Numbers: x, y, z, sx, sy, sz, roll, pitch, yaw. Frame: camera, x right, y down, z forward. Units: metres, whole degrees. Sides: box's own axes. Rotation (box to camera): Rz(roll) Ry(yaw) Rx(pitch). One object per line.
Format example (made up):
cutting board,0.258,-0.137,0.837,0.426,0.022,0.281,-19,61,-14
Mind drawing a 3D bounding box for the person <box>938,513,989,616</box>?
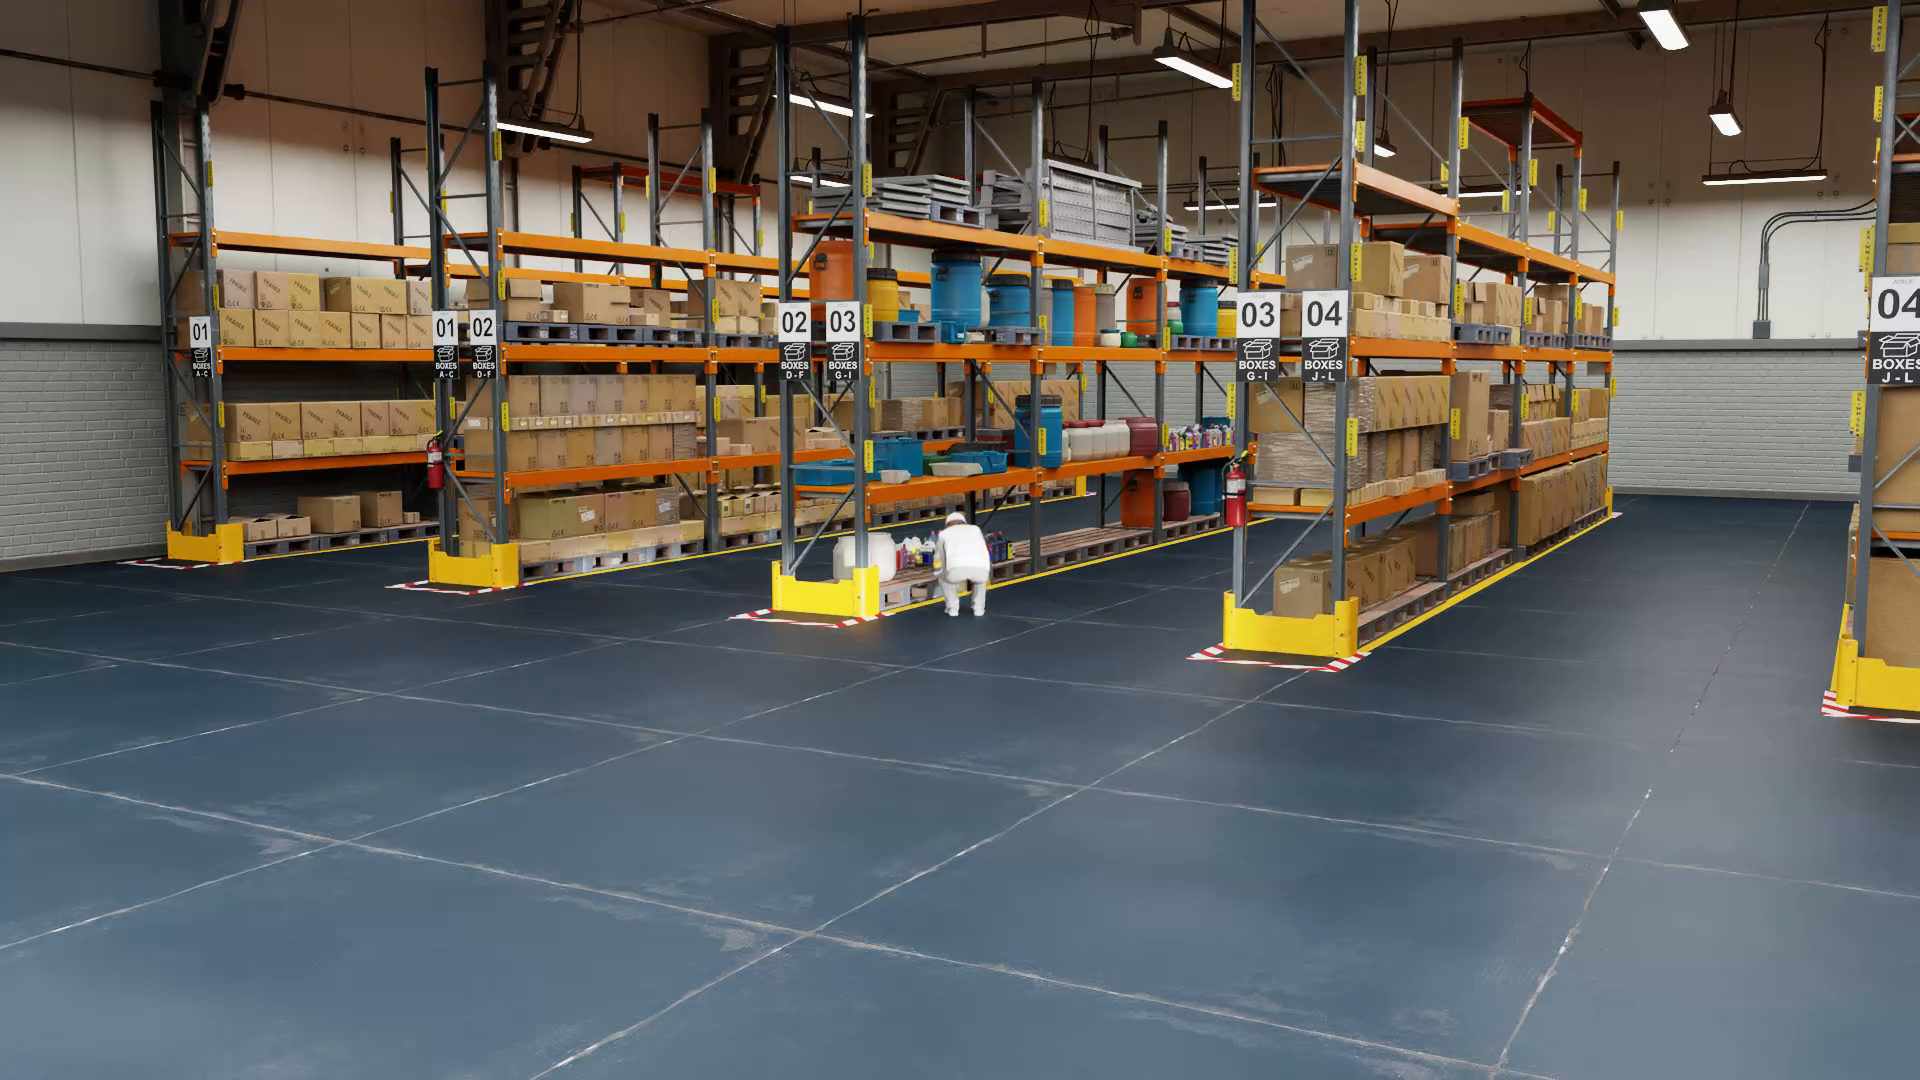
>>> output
person,0.033,0.251,17.289,0.514,1.021,0.883,-1,6,-5
